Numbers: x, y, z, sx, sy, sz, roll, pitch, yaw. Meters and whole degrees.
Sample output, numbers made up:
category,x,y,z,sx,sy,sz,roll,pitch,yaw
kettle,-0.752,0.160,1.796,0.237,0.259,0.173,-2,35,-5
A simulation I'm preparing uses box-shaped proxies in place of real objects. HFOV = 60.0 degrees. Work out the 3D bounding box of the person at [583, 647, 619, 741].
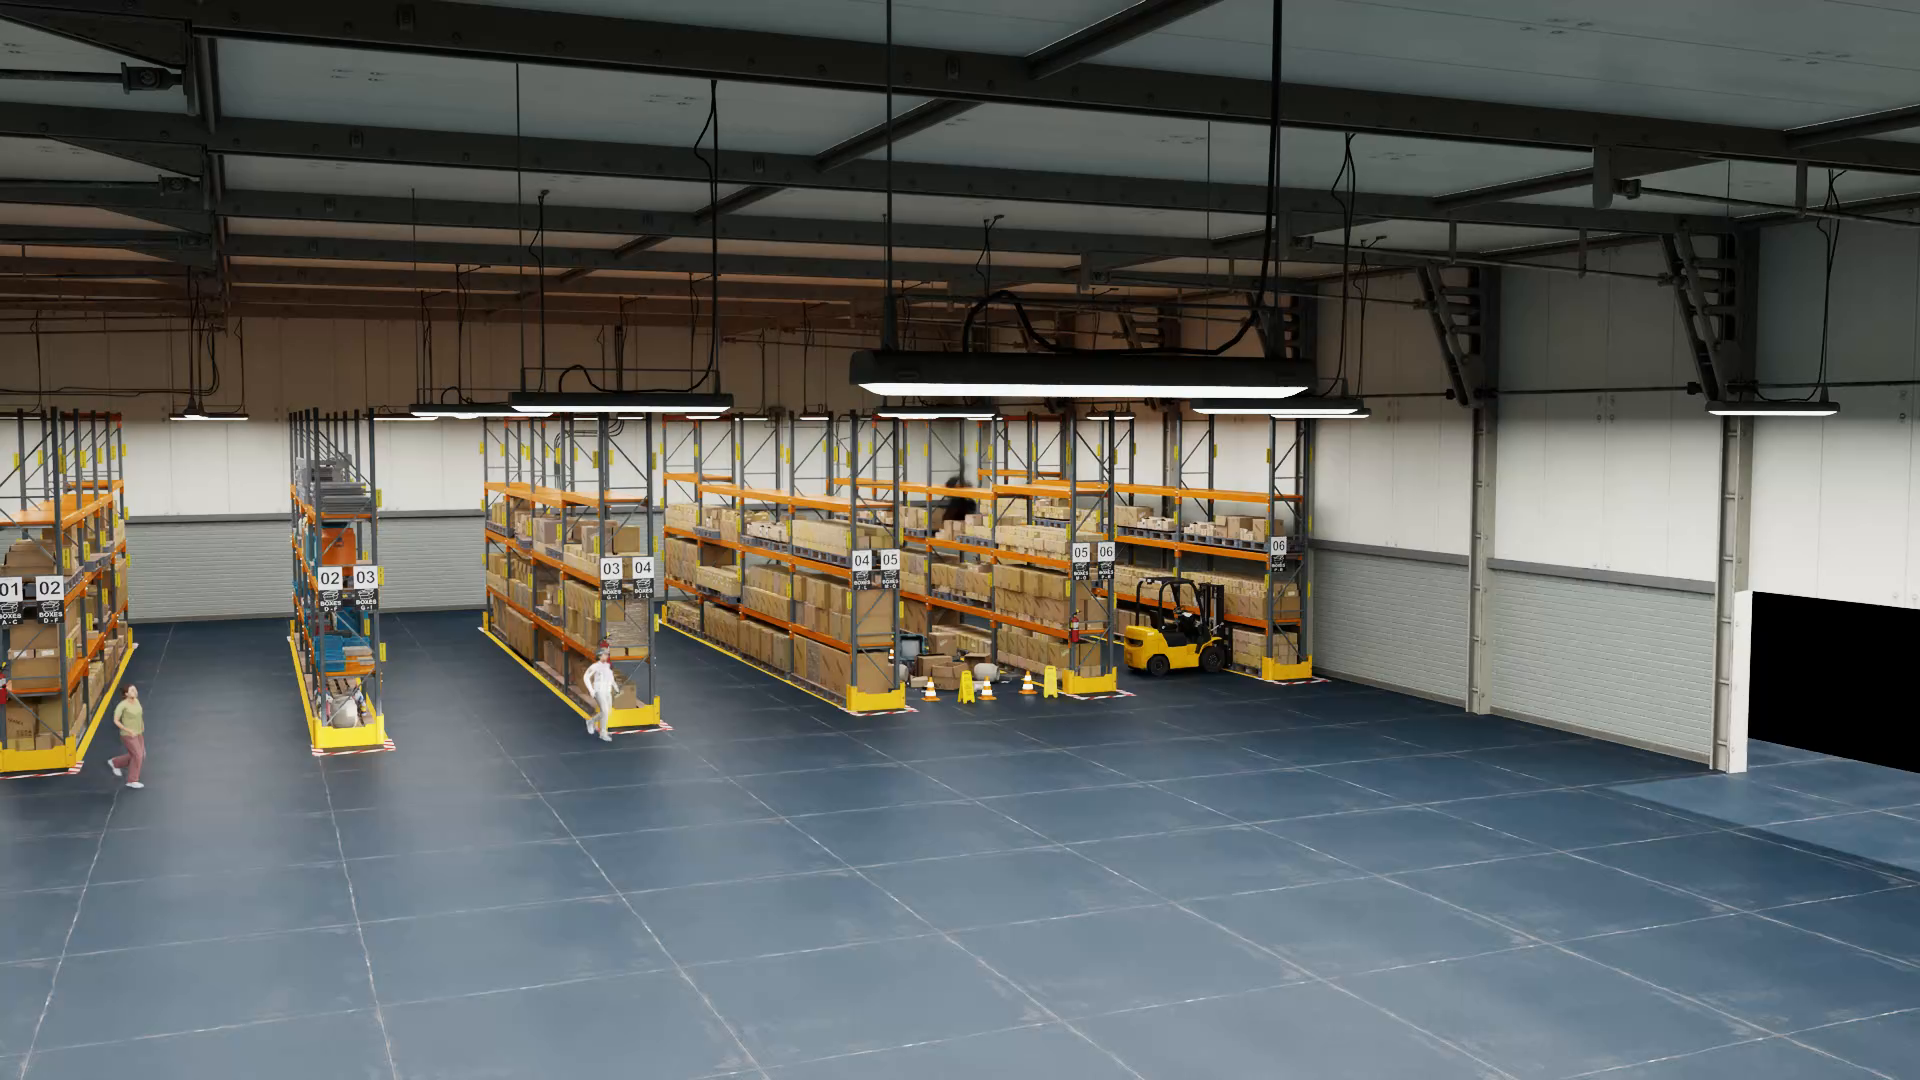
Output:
category,x,y,z,sx,sy,sz,roll,pitch,yaw
person,-6.503,2.791,30.263,0.636,1.671,0.669,3,5,32

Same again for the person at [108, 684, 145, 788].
category,x,y,z,sx,sy,sz,roll,pitch,yaw
person,-13.168,3.075,26.236,0.626,1.652,0.586,1,4,11
